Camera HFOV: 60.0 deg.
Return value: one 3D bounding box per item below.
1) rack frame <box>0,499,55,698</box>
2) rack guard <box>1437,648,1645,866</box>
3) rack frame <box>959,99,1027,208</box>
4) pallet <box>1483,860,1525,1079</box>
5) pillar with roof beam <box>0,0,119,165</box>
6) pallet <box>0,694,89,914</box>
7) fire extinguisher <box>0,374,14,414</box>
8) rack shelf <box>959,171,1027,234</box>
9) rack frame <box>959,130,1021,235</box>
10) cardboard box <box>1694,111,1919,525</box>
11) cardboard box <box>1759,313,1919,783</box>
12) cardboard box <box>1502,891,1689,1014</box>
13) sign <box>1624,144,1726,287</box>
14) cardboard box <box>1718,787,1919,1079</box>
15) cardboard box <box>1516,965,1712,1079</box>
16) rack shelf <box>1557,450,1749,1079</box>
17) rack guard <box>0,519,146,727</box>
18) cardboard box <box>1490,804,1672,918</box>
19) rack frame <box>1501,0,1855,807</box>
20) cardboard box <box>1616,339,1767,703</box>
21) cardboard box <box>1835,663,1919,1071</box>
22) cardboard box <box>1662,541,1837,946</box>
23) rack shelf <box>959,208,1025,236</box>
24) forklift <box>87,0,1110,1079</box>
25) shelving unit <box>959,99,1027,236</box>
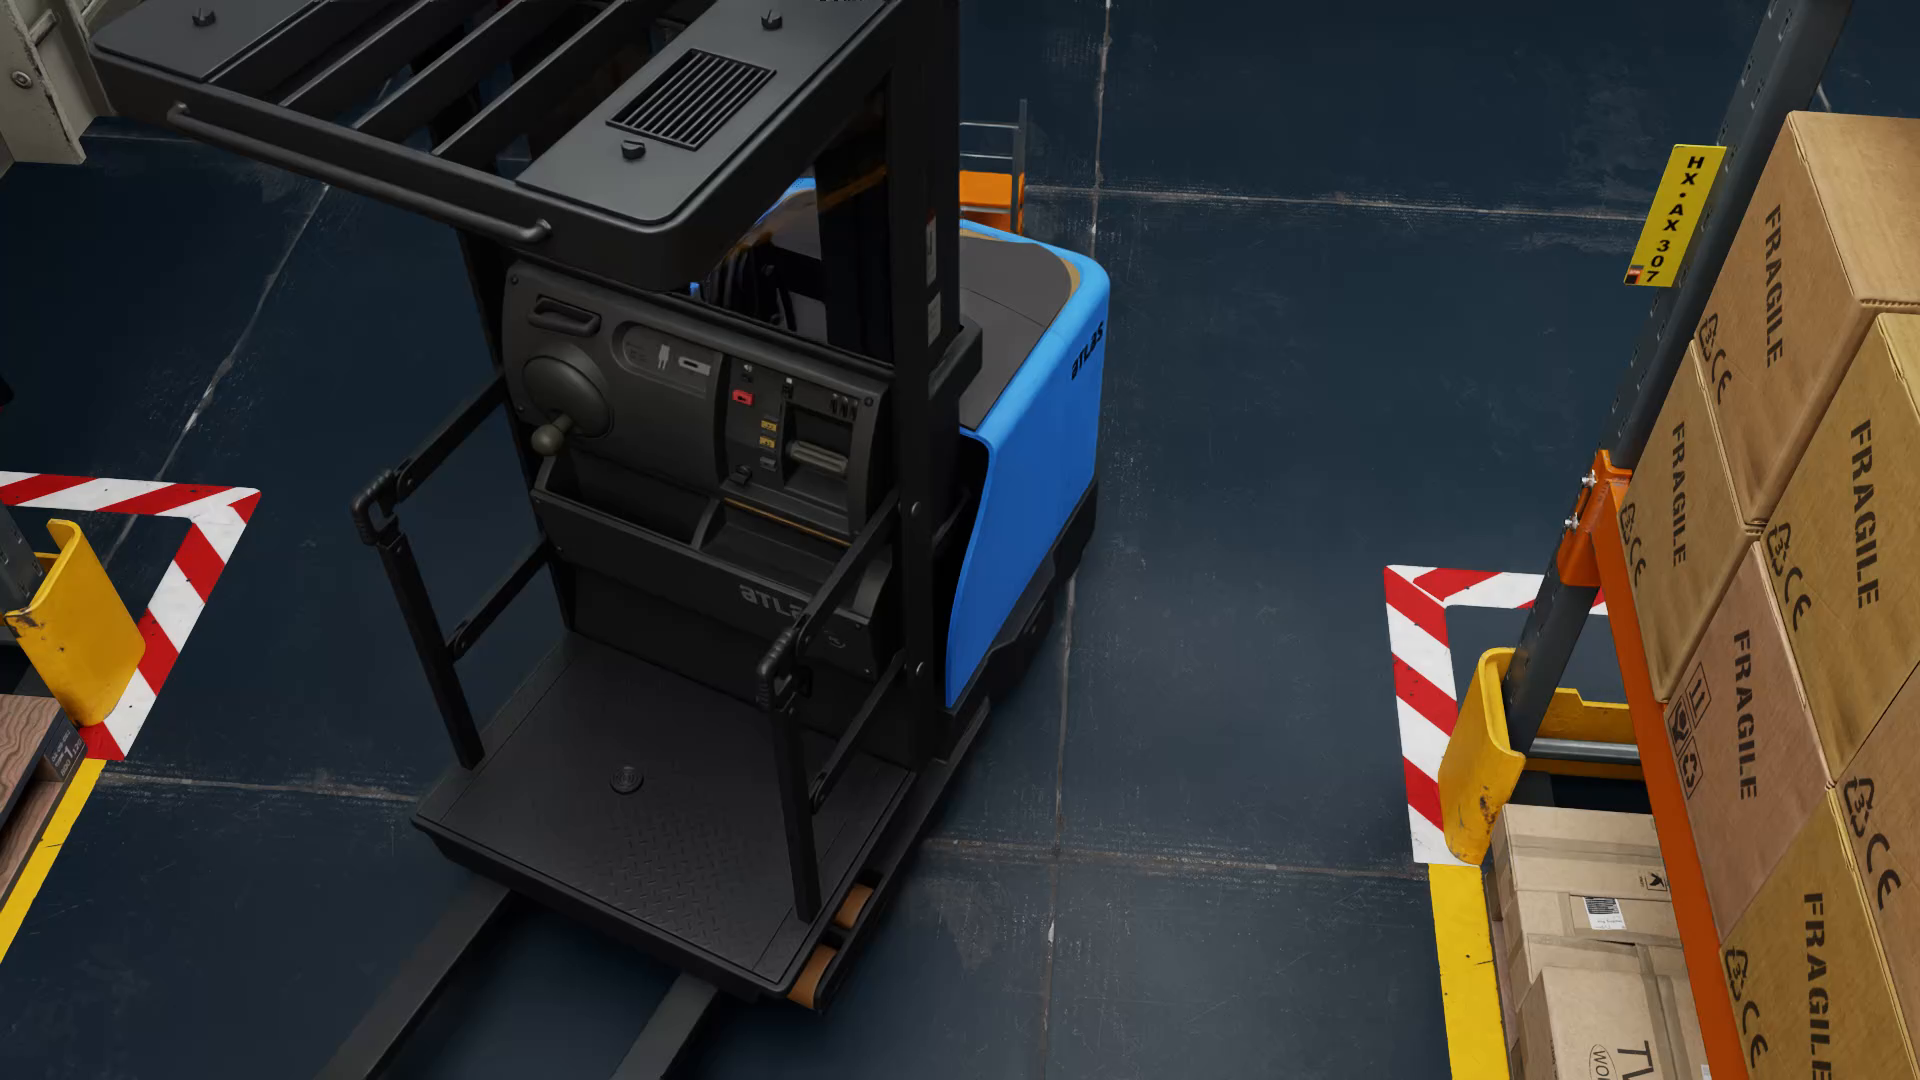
[{"bbox_3d":[-3.019,-0.620,3.785,1.000,3.000,0.127,4,48,4],"label":"rack frame"},{"bbox_3d":[1.907,0.610,4.354,1.175,0.500,0.348,4,48,4],"label":"rack guard"},{"bbox_3d":[0.067,-0.832,5.201,0.240,1.200,0.006,5,42,5],"label":"rack frame"},{"bbox_3d":[1.836,1.293,3.924,1.003,0.211,1.213,4,48,4],"label":"pallet"},{"bbox_3d":[0.653,-4.398,3.174,9.100,9.000,0.400,4,48,4],"label":"pillar with roof beam"},{"bbox_3d":[-3.014,0.914,4.271,1.003,0.211,1.213,4,48,4],"label":"pallet"},{"bbox_3d":[-2.546,-0.548,4.024,0.296,0.674,0.183,4,48,4],"label":"fire extinguisher"},{"bbox_3d":[0.059,-1.006,4.922,0.258,0.103,0.180,5,42,5],"label":"rack shelf"},{"bbox_3d":[0.044,-0.711,5.065,0.240,1.200,0.006,5,42,5],"label":"rack frame"},{"bbox_3d":[1.611,-0.353,2.794,0.500,0.500,0.500,5,48,5],"label":"cardboard box"},{"bbox_3d":[1.571,0.032,2.443,0.500,0.500,0.500,4,48,4],"label":"cardboard box"},{"bbox_3d":[1.511,0.986,3.937,0.380,0.166,0.250,4,48,4],"label":"cardboard box"},{"bbox_3d":[1.374,-0.618,3.196,0.100,0.325,0.005,4,48,4],"label":"sign"},{"bbox_3d":[1.521,0.733,2.479,0.500,0.500,0.500,4,48,3],"label":"cardboard box"},{"bbox_3d":[1.537,1.238,3.651,0.500,0.250,0.500,4,48,4],"label":"cardboard box"},{"bbox_3d":[1.732,1.423,2.404,1.077,0.370,4.000,4,48,4],"label":"rack shelf"},{"bbox_3d":[-3.017,0.206,4.723,1.175,0.500,0.348,4,48,4],"label":"rack guard"},{"bbox_3d":[1.534,0.808,4.112,0.380,0.149,0.250,4,48,4],"label":"cardboard box"},{"bbox_3d":[1.914,-0.290,3.482,1.000,3.000,0.127,4,48,4],"label":"rack frame"},{"bbox_3d":[1.611,-0.015,3.163,0.500,0.500,0.500,5,48,4],"label":"cardboard box"},{"bbox_3d":[1.521,0.399,2.107,0.500,0.500,0.500,4,48,4],"label":"cardboard box"},{"bbox_3d":[1.570,0.364,2.816,0.500,0.500,0.500,3,48,3],"label":"cardboard box"},{"bbox_3d":[0.058,-0.917,5.002,0.258,0.103,0.180,5,42,5],"label":"rack shelf"},{"bbox_3d":[-0.683,-0.197,3.444,1.130,2.935,3.031,20,51,17],"label":"forklift"},{"bbox_3d":[0.056,-0.771,5.133,0.258,1.200,0.189,5,42,5],"label":"shelving unit"}]
